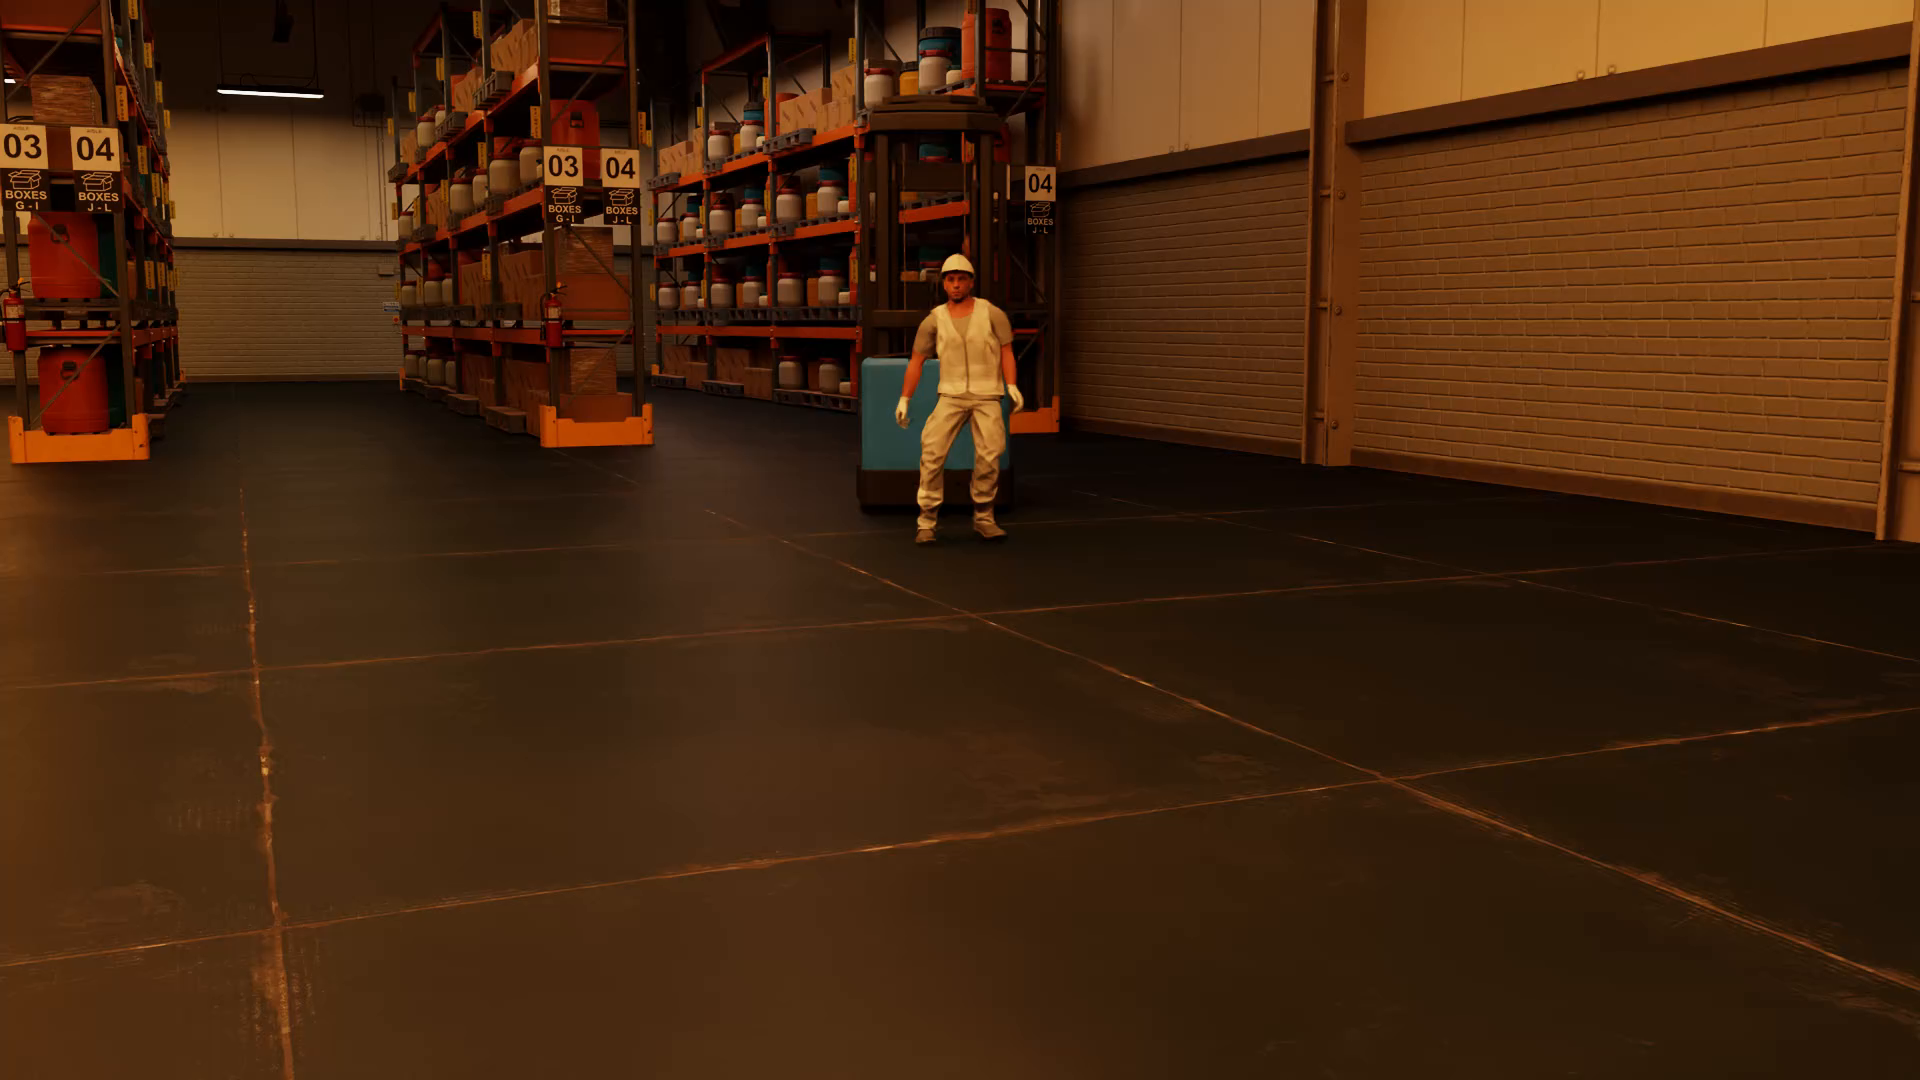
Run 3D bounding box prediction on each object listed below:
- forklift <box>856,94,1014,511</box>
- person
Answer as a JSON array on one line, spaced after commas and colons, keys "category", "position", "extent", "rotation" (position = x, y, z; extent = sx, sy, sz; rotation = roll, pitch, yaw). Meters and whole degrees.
[{"category": "forklift", "position": [-0.202, -1.819, 12.738], "extent": [1.130, 2.935, 3.031], "rotation": [0, 8, -1]}, {"category": "person", "position": [-0.004, -0.832, 9.909], "extent": [0.782, 1.729, 0.470], "rotation": [1, 8, 5]}]
